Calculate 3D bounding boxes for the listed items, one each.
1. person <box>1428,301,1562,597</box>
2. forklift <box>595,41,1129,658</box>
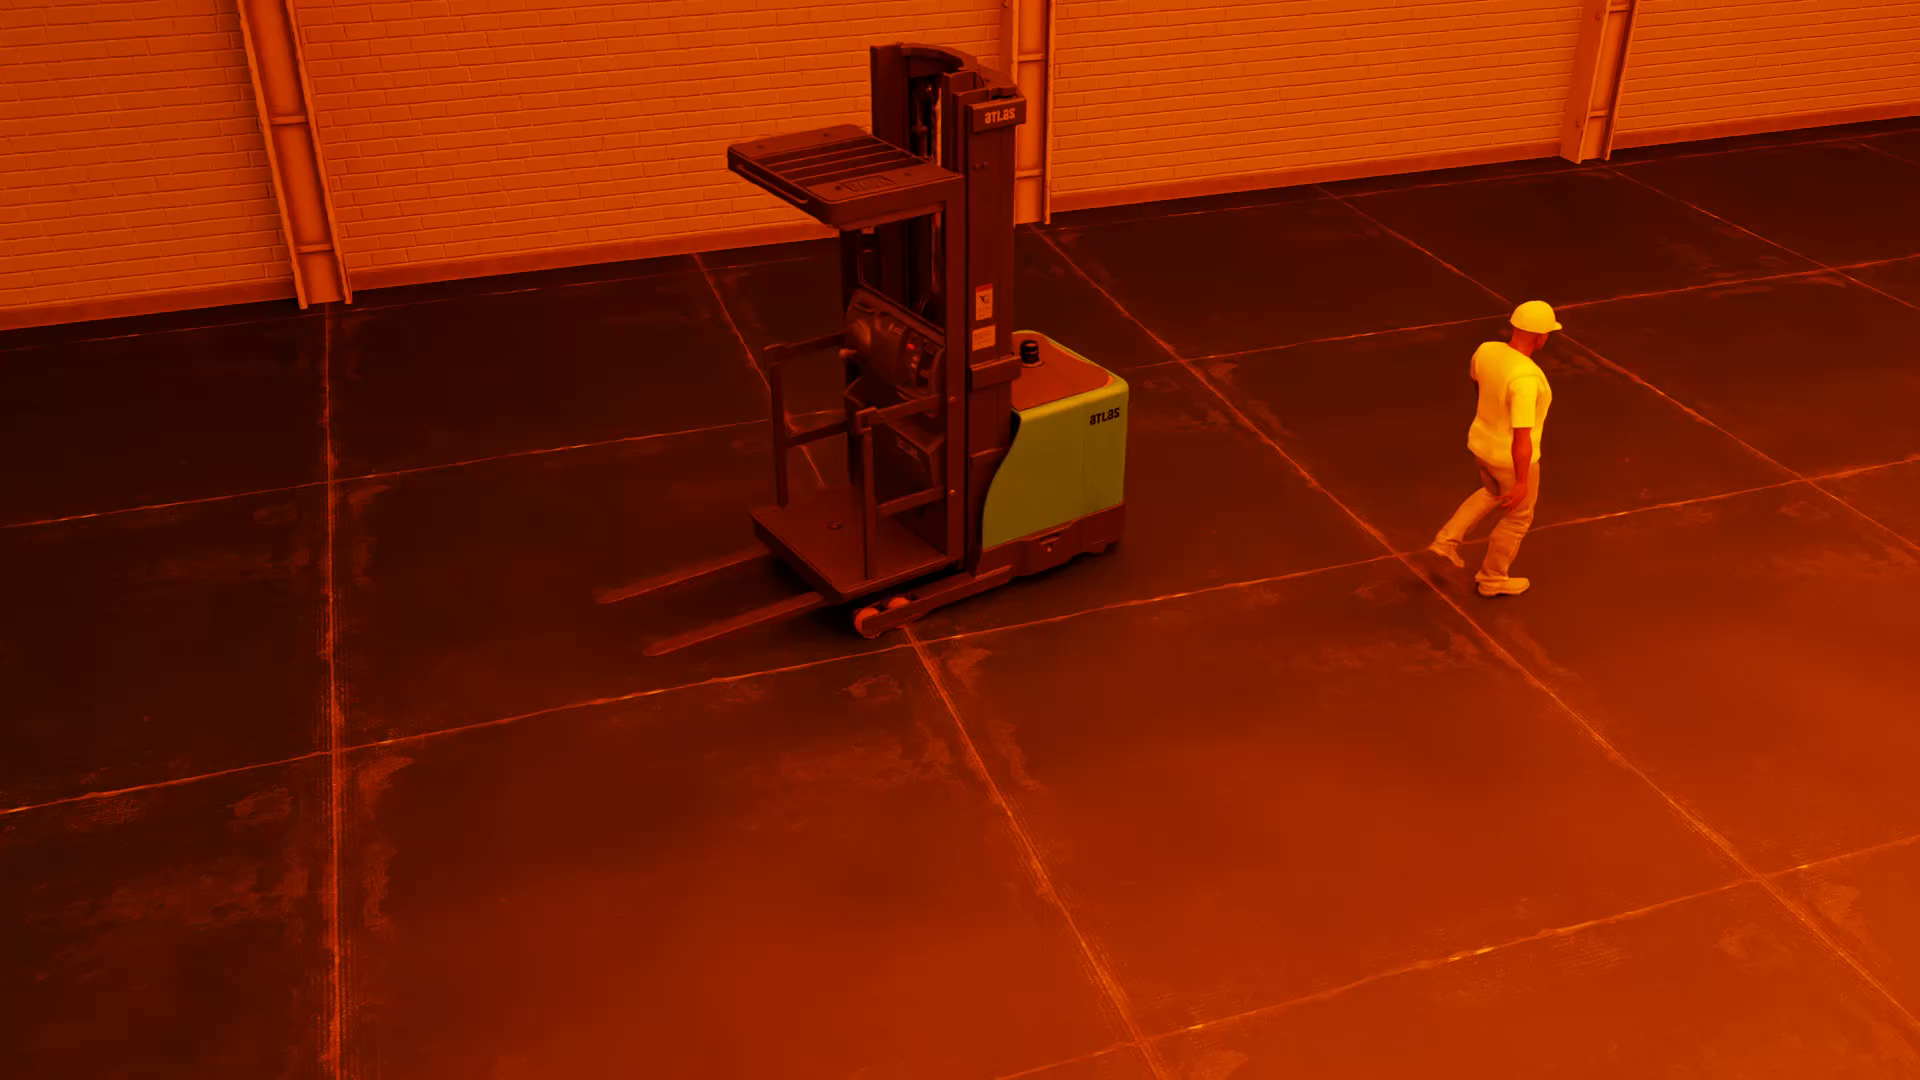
[{"bbox_3d":[2.976,-0.492,9.132,0.539,1.747,0.800,-9,31,-15],"label":"person"},{"bbox_3d":[-0.534,-1.032,8.881,3.031,2.935,1.130,-18,35,-29],"label":"forklift"}]
